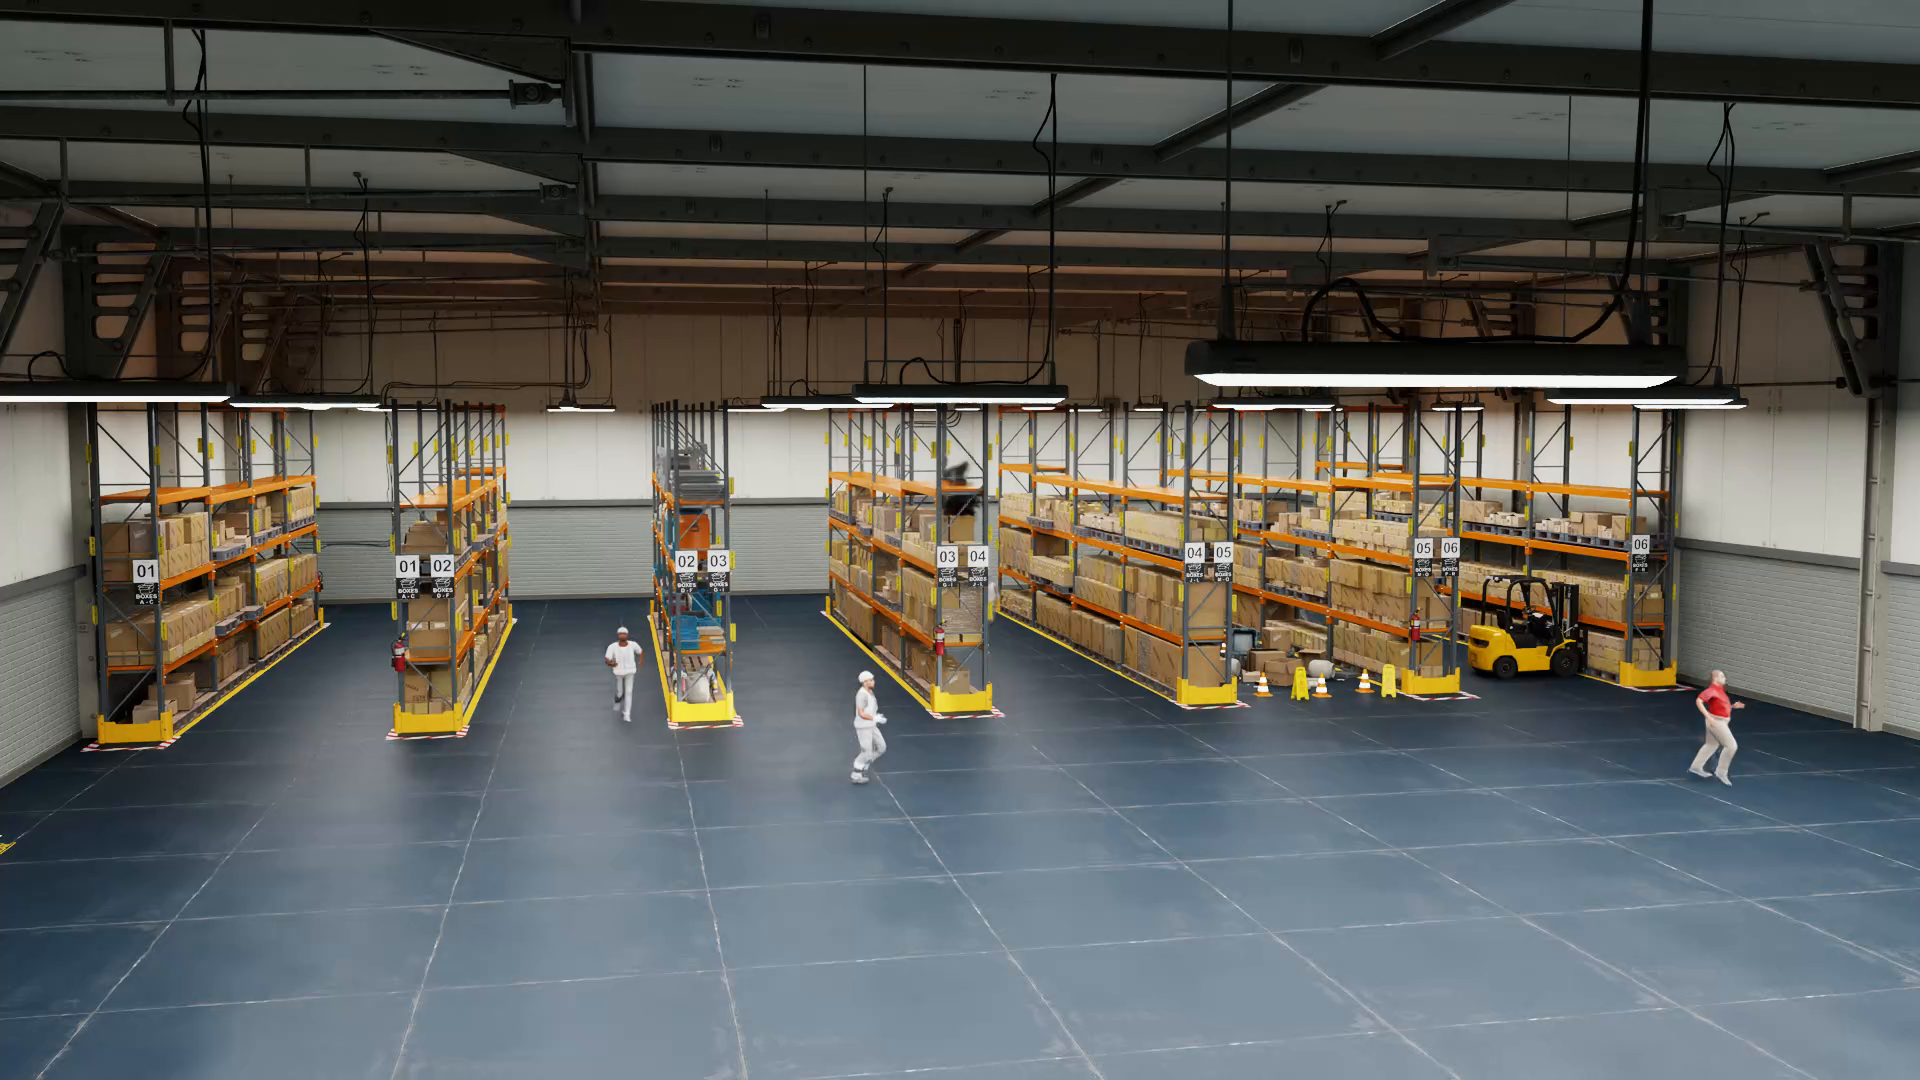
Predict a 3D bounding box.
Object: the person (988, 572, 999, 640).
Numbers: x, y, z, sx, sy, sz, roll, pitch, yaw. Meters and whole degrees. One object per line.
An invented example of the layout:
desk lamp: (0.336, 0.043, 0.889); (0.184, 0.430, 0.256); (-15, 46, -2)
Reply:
person: (0.685, 1.665, 42.475); (0.660, 1.746, 0.578); (-1, 4, -10)

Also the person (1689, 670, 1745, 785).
person: (11.801, 2.922, 25.907); (0.754, 1.798, 0.631); (2, 5, 27)

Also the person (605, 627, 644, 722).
person: (-6.296, 2.510, 31.243); (0.715, 1.712, 0.931); (-1, 4, -11)

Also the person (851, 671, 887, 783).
person: (-1.384, 2.892, 25.746); (0.615, 1.743, 0.699); (1, 4, 15)
